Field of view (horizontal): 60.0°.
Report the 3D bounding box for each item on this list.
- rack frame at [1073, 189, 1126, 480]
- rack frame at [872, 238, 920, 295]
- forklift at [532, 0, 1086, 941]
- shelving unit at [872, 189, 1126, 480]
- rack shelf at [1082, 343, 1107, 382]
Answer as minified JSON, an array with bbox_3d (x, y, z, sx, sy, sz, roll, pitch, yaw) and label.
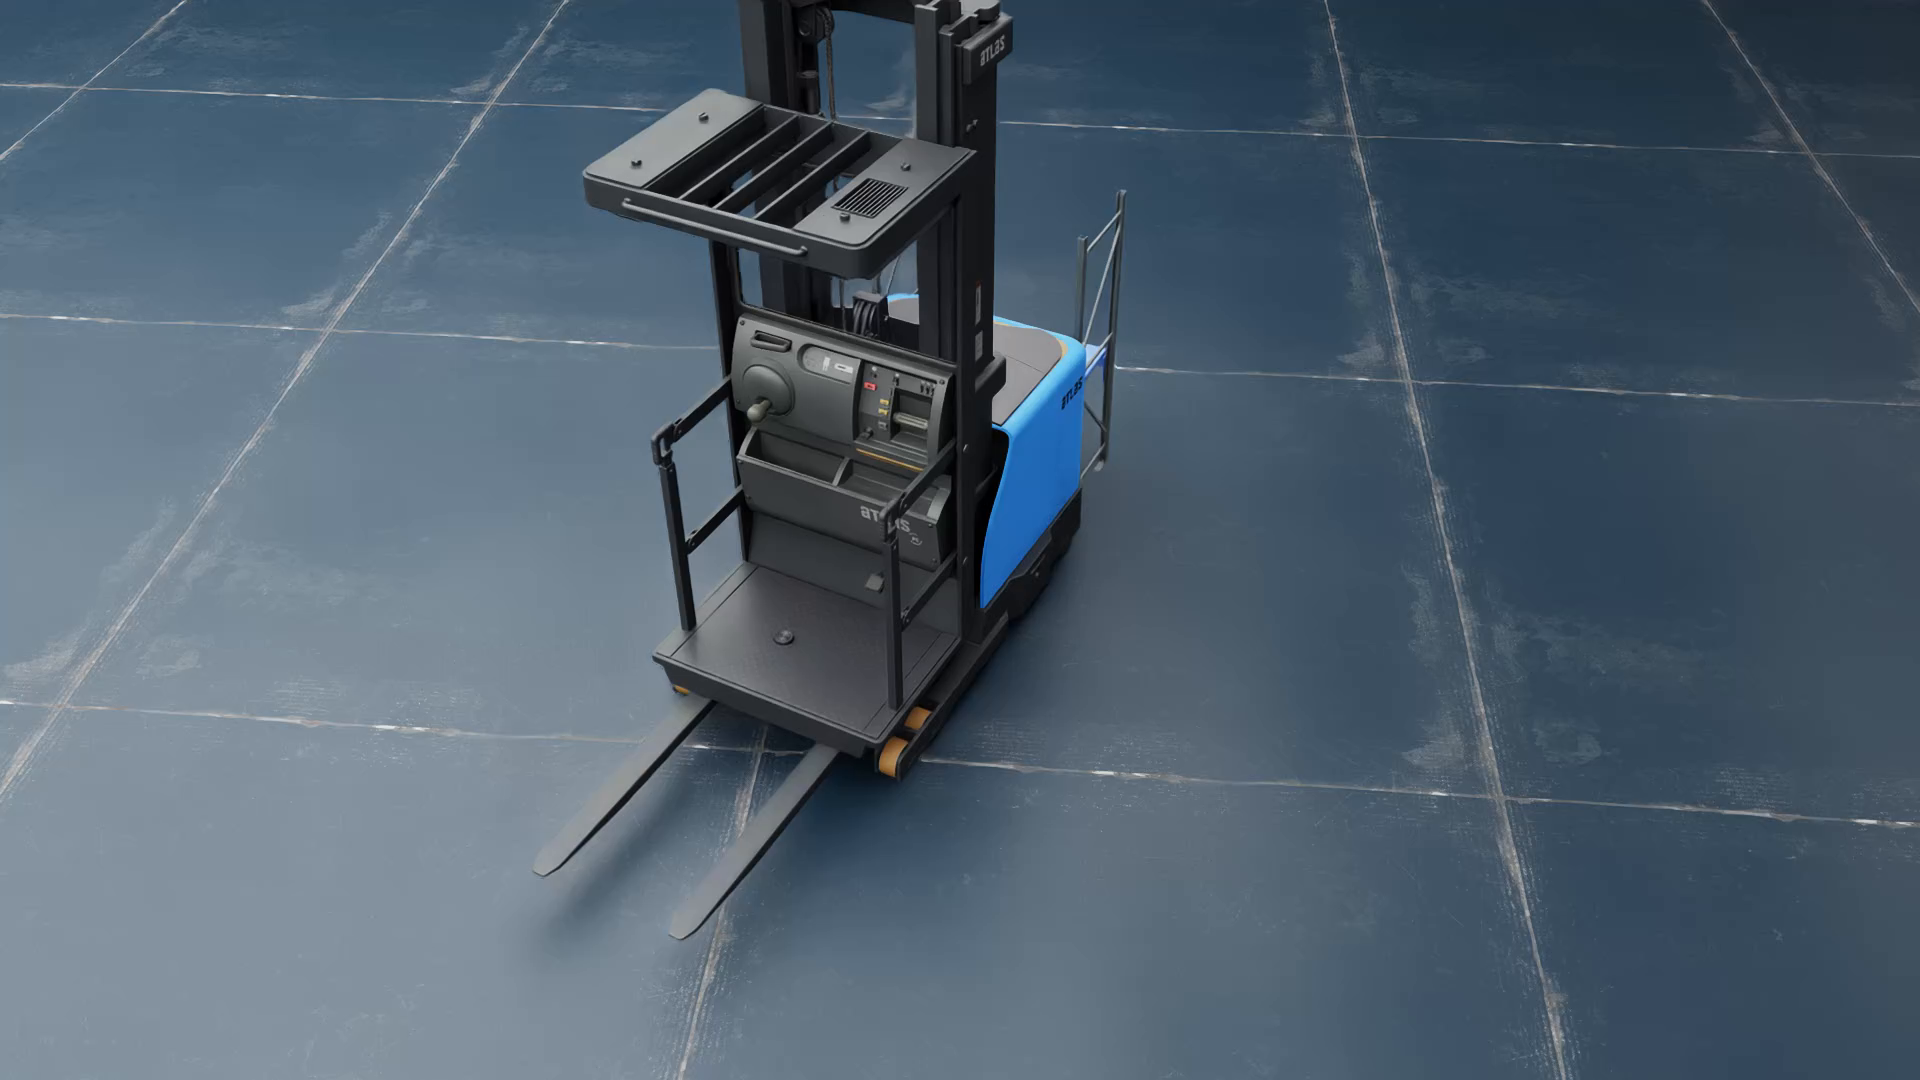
[{"bbox_3d":[0.627,-0.850,7.776,0.032,1.500,0.500,17,42,20],"label":"rack frame"},{"bbox_3d":[-0.289,-1.128,8.118,0.032,1.500,0.500,17,42,20],"label":"rack frame"},{"bbox_3d":[-0.565,-0.500,6.213,1.130,2.935,3.031,18,43,21],"label":"forklift"},{"bbox_3d":[0.169,-0.989,7.947,1.048,1.500,0.538,17,42,20],"label":"shelving unit"},{"bbox_3d":[0.169,-0.849,8.060,1.000,0.185,0.538,17,42,20],"label":"rack shelf"}]
